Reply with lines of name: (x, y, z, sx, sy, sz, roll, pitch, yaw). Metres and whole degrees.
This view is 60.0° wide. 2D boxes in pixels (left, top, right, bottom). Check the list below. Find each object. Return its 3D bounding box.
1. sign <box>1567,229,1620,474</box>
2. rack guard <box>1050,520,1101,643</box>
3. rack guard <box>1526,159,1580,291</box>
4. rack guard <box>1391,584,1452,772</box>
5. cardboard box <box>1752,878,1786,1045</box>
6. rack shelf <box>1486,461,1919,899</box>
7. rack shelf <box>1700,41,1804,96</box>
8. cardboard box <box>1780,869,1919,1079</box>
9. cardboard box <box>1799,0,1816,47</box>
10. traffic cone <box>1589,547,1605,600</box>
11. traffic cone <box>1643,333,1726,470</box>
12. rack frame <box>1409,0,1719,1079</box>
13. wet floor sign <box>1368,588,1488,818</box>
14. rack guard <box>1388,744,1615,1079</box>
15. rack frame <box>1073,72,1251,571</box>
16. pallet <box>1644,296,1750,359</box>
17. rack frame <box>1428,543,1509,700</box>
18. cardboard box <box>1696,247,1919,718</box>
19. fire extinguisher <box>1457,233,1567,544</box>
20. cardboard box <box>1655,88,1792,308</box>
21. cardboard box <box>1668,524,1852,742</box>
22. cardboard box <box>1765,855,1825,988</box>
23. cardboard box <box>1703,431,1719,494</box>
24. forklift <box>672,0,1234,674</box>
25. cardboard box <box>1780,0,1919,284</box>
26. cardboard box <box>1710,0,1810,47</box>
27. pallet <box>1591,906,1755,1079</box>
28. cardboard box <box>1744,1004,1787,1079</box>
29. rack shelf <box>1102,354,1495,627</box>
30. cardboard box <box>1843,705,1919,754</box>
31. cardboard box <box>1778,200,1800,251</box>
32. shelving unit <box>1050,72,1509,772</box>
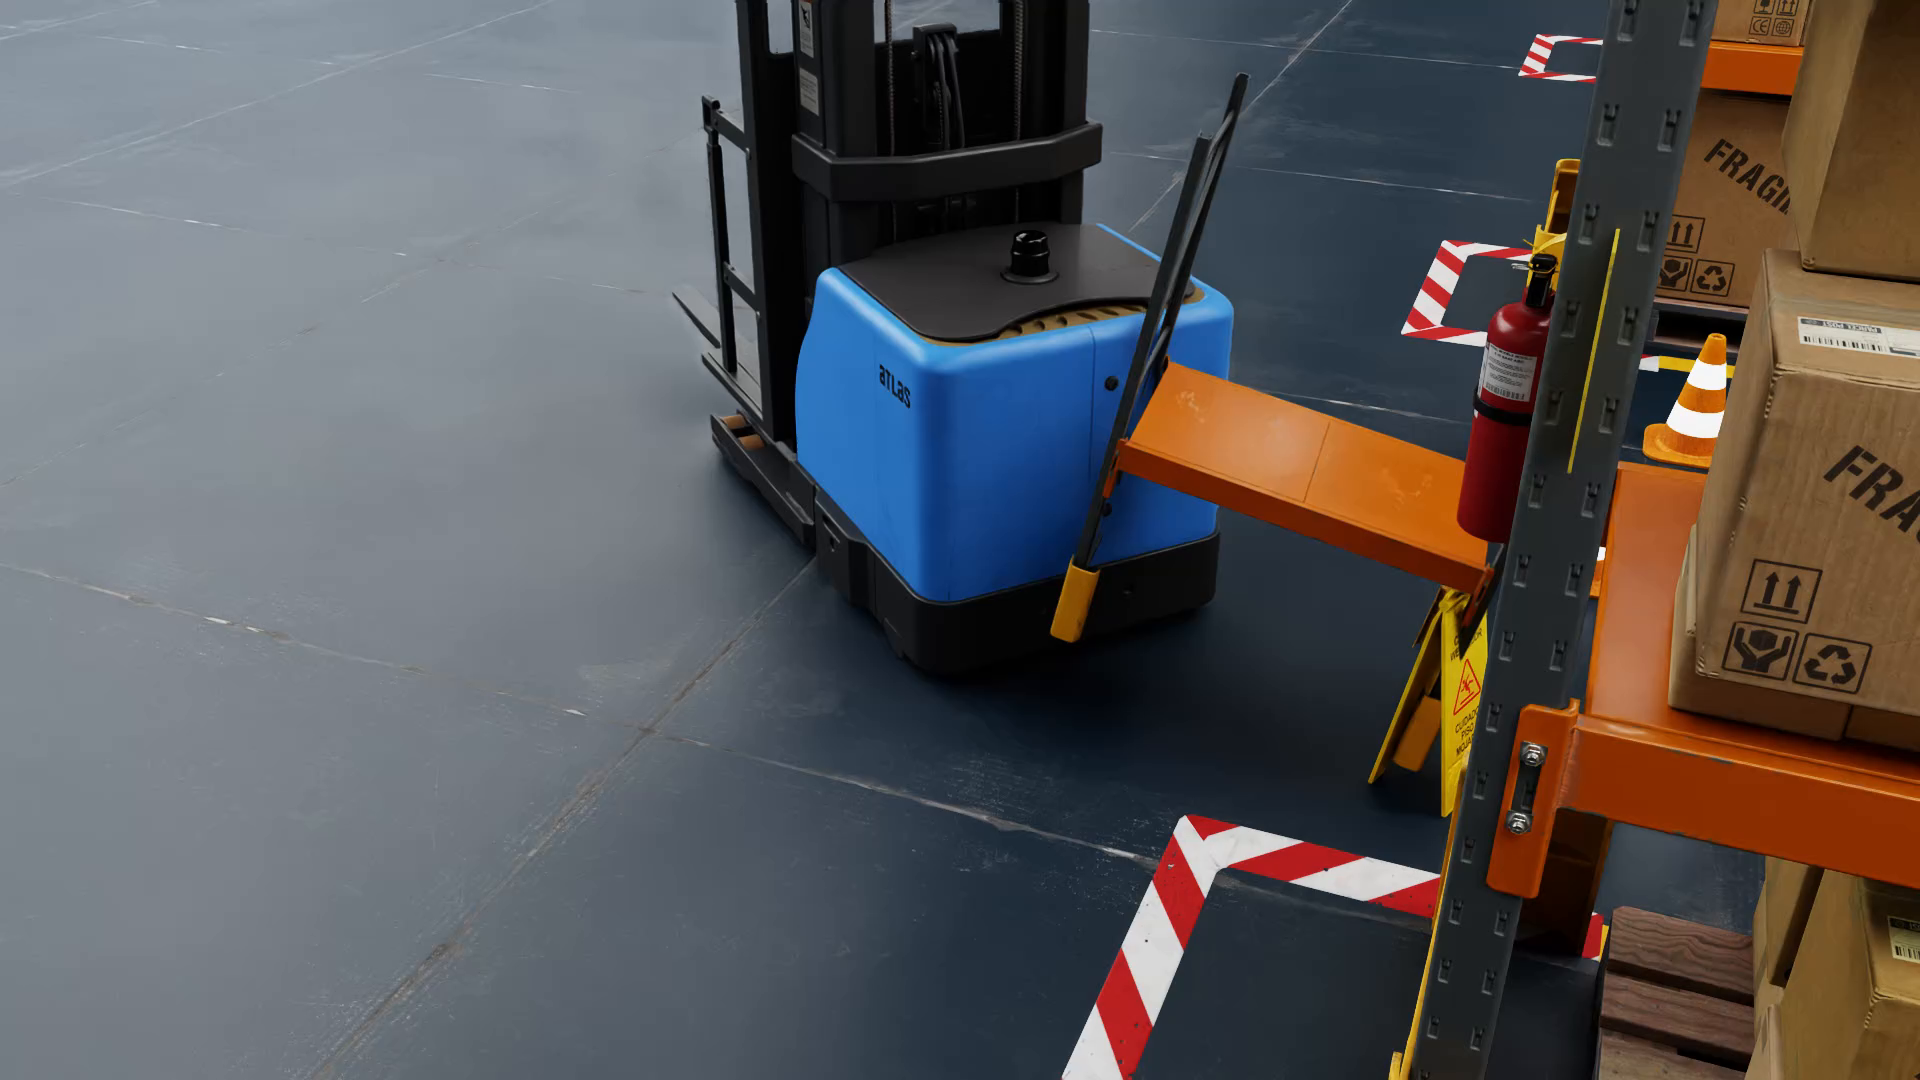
sign: (0.866, -0.256, 2.274, 0.005, 0.325, 0.100, 11, 31, 19)
rack guard: (0.406, 0.030, 4.833, 0.087, 0.250, 0.587, 20, 37, 9)
rack guard: (2.815, -1.318, 7.574, 0.348, 0.500, 1.175, 11, 31, 19)
rack guard: (1.329, 0.369, 4.673, 0.087, 0.250, 0.587, 20, 37, 9)
cardboard box: (1.942, 0.919, 3.443, 0.500, 0.250, 0.500, 11, 31, 19)
rack shelf: (2.923, 0.557, 2.447, 4.000, 0.370, 1.077, 11, 31, 19)
rack shelf: (4.690, -1.719, 6.473, 4.000, 0.370, 1.077, 11, 31, 19)
cardboard box: (1.735, 0.841, 2.819, 0.500, 0.500, 0.500, 10, 31, 17)
cardboard box: (3.716, -2.327, 6.667, 0.550, 0.550, 0.875, 11, 31, 19)
traffic cone: (2.055, -0.099, 5.455, 0.334, 0.463, 0.336, 11, 31, 19)
traffic cone: (2.795, -0.552, 6.256, 0.334, 0.463, 0.336, 11, 31, 19)
rack frame: (1.070, -0.126, 2.925, 0.127, 3.000, 1.000, 11, 31, 19)
wet floor sign: (1.296, 0.376, 4.429, 0.232, 0.644, 0.267, 24, 37, 36)
rack guard: (1.140, 0.976, 3.515, 0.348, 0.500, 1.175, 11, 31, 19)
rack frame: (0.503, -0.466, 4.465, 0.032, 1.500, 0.500, 20, 37, 9)
pallet: (3.607, -1.076, 7.438, 1.213, 0.211, 1.003, 11, 31, 19)
rack frame: (1.445, -0.120, 4.302, 0.032, 1.500, 0.500, 20, 37, 9)
cardboard box: (1.404, -0.085, 2.448, 0.500, 0.500, 0.500, 11, 31, 18)
fire extinguisher: (1.137, -0.324, 3.353, 0.183, 0.674, 0.296, 11, 31, 19)
cardboard box: (3.490, -1.564, 7.202, 0.875, 0.875, 0.875, 11, 31, 19)
cardboard box: (1.307, 0.141, 2.708, 0.250, 0.149, 0.380, 11, 31, 19)
cardboard box: (1.910, 0.591, 3.262, 0.500, 0.500, 0.500, 11, 31, 19)
cardboard box: (1.497, -0.045, 3.037, 0.250, 0.149, 0.380, 12, 32, 21)
forklift: (-0.286, -1.583, 5.572, 1.130, 2.935, 3.031, -14, 32, -22)
cardboard box: (1.625, -0.739, 2.590, 0.500, 0.500, 0.700, 11, 31, 18)
cardboard box: (3.198, -2.419, 6.829, 0.550, 0.550, 0.875, 11, 31, 19)
pallet: (1.880, 1.268, 3.292, 1.213, 0.211, 1.003, 11, 31, 19)
cardboard box: (1.713, 1.163, 3.011, 0.500, 0.250, 0.500, 11, 31, 19)
rack shelf: (0.941, -0.152, 4.490, 1.000, 0.185, 0.538, 20, 37, 9)
cardboard box: (1.546, 0.181, 2.637, 0.250, 0.149, 0.380, 12, 32, 20)
cardboard box: (1.676, -0.324, 2.871, 0.500, 0.500, 0.500, 11, 31, 18)
shelving unit: (0.983, -0.290, 4.382, 1.083, 1.500, 0.587, 20, 37, 9)
